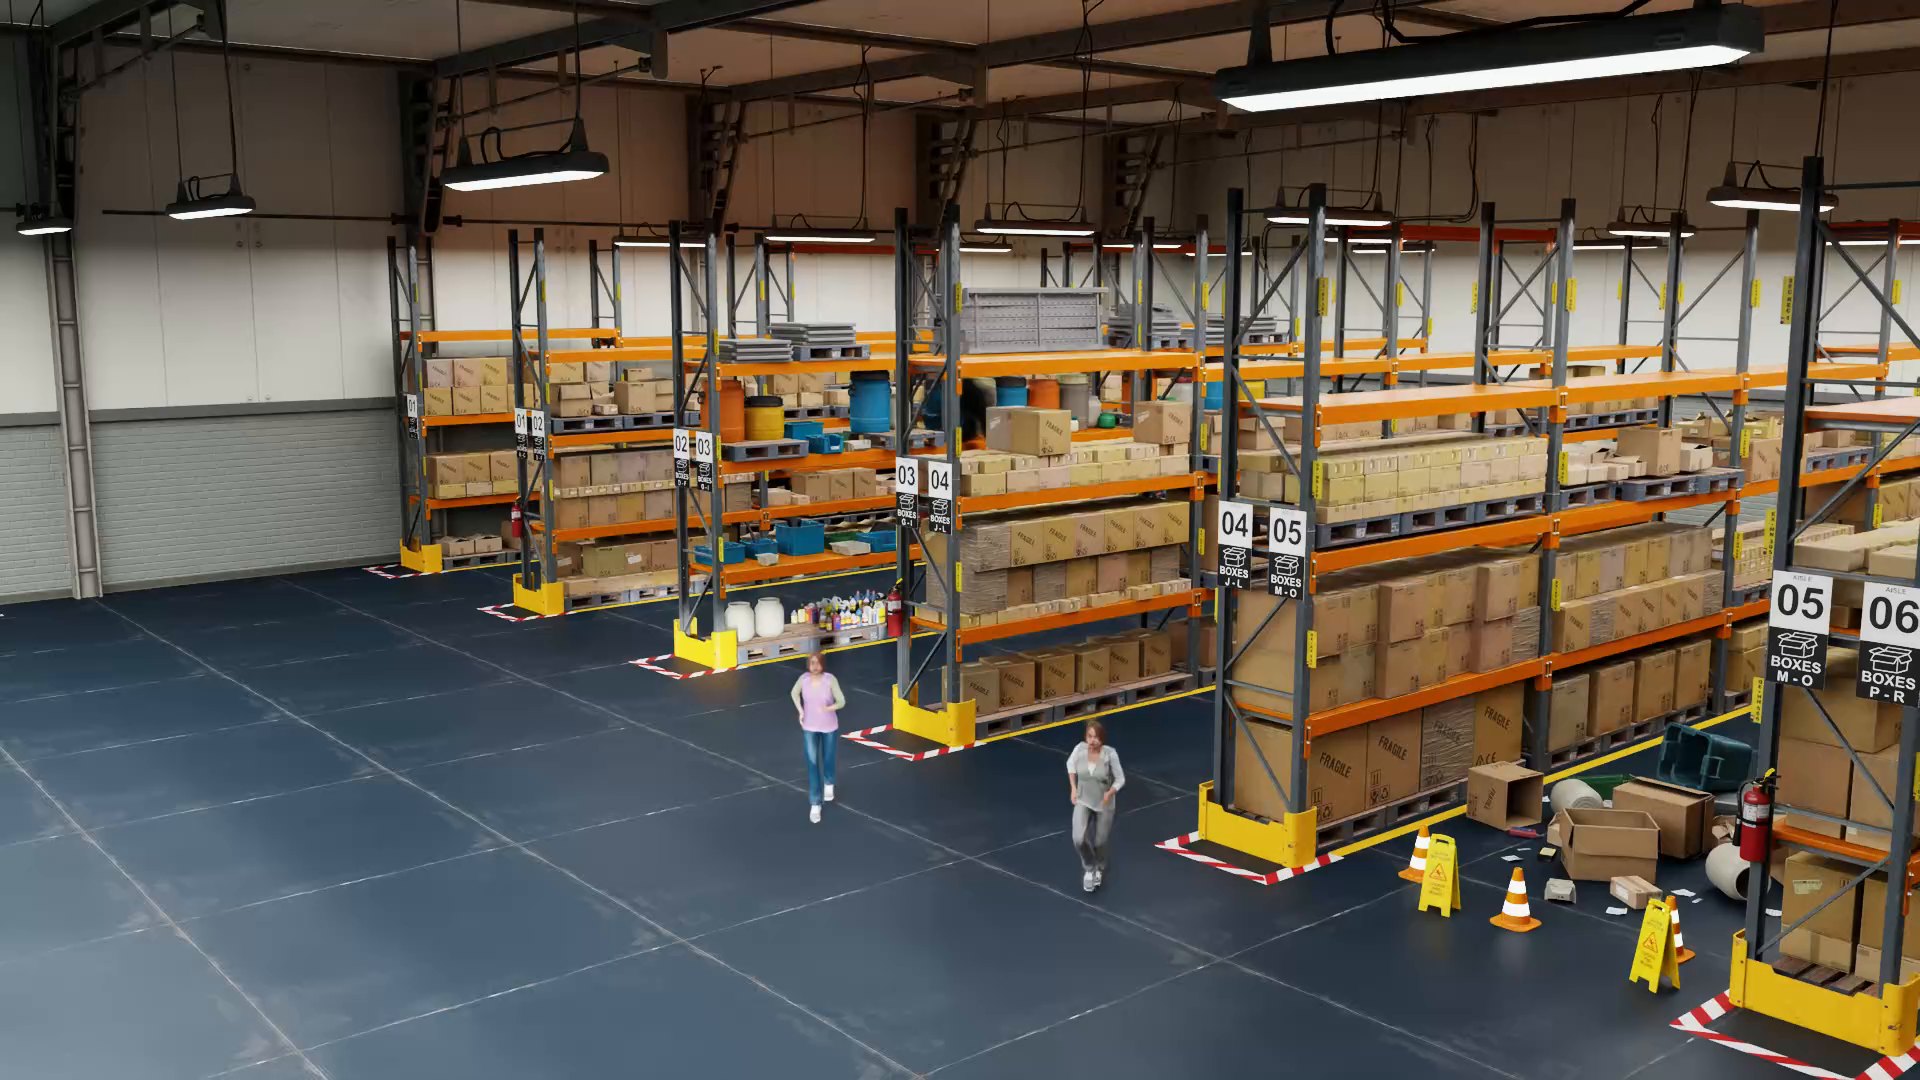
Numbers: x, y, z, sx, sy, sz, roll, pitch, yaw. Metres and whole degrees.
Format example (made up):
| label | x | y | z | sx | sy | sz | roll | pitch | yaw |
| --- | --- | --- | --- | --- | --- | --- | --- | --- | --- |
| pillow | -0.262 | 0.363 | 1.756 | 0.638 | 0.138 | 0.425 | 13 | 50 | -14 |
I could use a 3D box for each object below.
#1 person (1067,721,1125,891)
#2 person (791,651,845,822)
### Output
| label | x | y | z | sx | sy | sz | roll | pitch | yaw |
| --- | --- | --- | --- | --- | --- | --- | --- | --- | --- |
| person | 1.147 | 2.255 | 14.147 | 0.522 | 1.532 | 0.739 | 2 | 9 | 13 |
| person | -1.389 | 1.869 | 16.304 | 0.539 | 1.618 | 0.773 | 0 | 9 | -3 |
